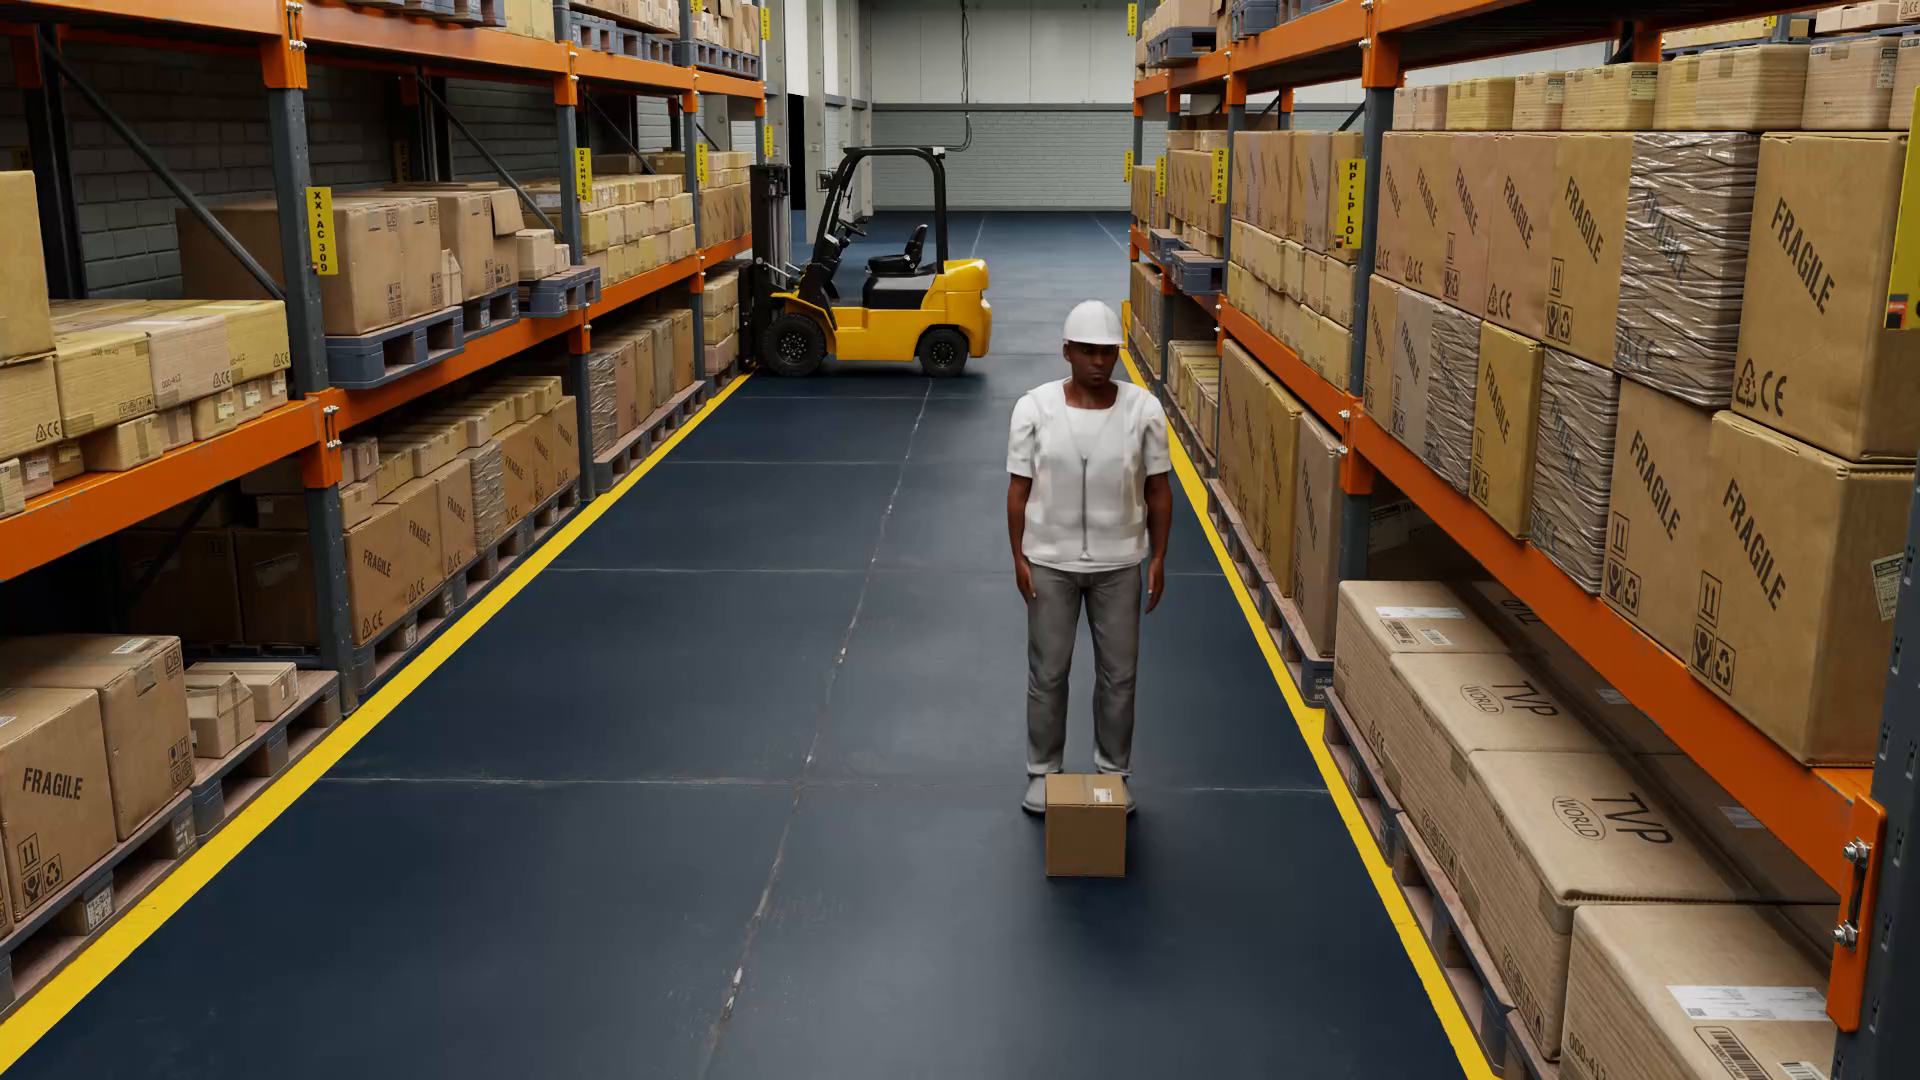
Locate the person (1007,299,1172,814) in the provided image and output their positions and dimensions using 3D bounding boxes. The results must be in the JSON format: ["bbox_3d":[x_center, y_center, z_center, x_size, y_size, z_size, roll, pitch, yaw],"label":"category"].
[{"bbox_3d":[0.437,0.068,5.678,0.563,1.762,0.355,1,14,3],"label":"person"}]
